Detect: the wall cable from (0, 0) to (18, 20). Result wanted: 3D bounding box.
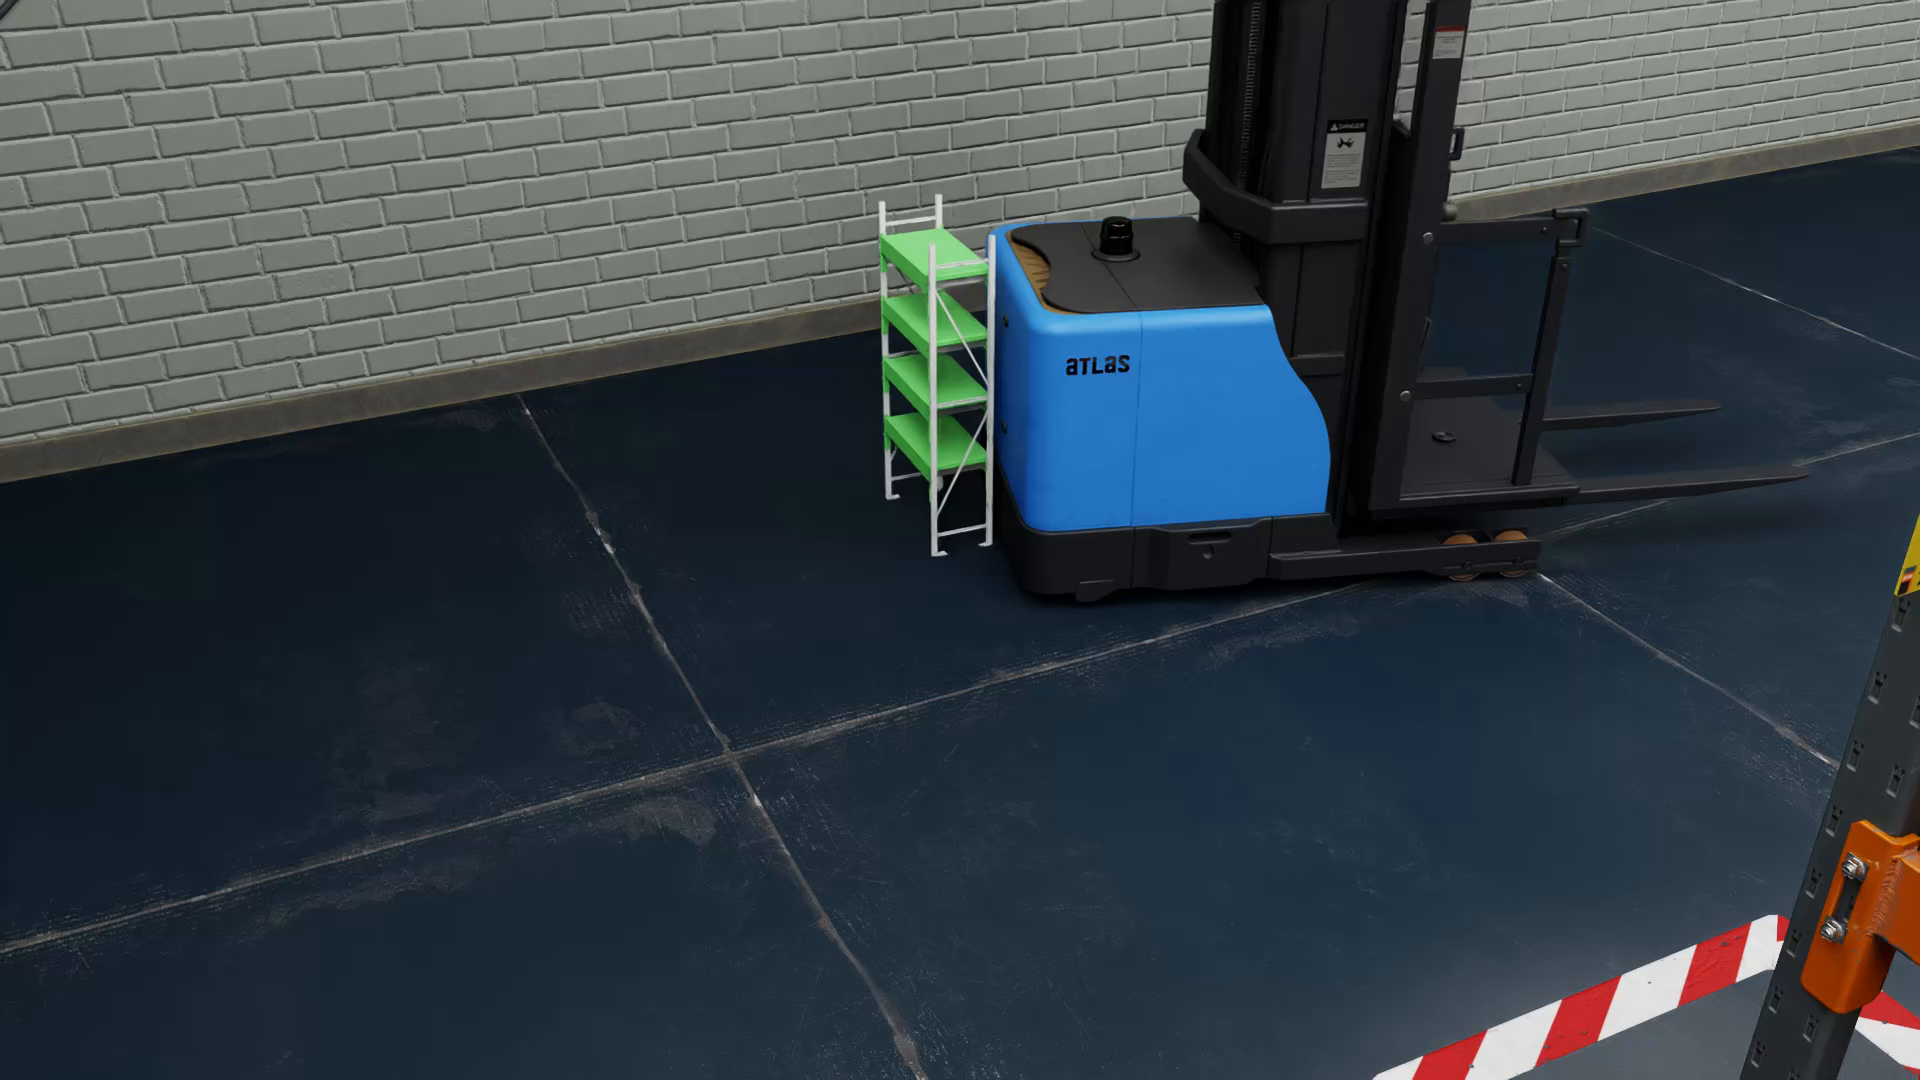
[{"bbox_3d":[-4.648,-2.599,4.858,3.097,2.526,0.112,-13,32,-22],"label":"wall cable"}]

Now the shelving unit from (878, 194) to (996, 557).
[{"bbox_3d":[-0.086,-0.597,6.087,0.258,1.200,0.503,-11,31,-19],"label":"shelving unit"}]

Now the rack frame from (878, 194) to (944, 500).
[{"bbox_3d":[-0.179,-0.707,6.284,0.240,1.200,0.015,-11,31,-19],"label":"rack frame"}]

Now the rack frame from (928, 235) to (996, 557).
[{"bbox_3d":[0.007,-0.486,5.891,0.240,1.200,0.015,-11,31,-19],"label":"rack frame"}]

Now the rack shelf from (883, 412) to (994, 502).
[{"bbox_3d":[-0.086,-0.332,6.236,0.258,0.148,0.480,-11,31,-19],"label":"rack shelf"}]

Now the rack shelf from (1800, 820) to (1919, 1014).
[{"bbox_3d":[2.788,1.393,1.435,1.077,0.370,4.000,-13,32,-22],"label":"rack shelf"}]

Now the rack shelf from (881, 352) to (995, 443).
[{"bbox_3d":[-0.086,-0.541,6.119,0.258,0.148,0.480,-11,31,-19],"label":"rack shelf"}]

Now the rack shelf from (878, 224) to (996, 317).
[{"bbox_3d":[-0.086,-0.960,5.884,0.258,0.148,0.480,-11,31,-19],"label":"rack shelf"}]

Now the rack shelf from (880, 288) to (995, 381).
[{"bbox_3d":[-0.086,-0.750,6.001,0.258,0.148,0.480,-11,31,-19],"label":"rack shelf"}]

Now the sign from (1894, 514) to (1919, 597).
[{"bbox_3d":[1.439,-0.068,2.420,0.100,0.325,0.005,-13,32,-22],"label":"sign"}]

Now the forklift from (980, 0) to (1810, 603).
[{"bbox_3d":[1.642,-1.381,5.717,3.031,2.935,1.130,-4,30,-7],"label":"forklift"}]
